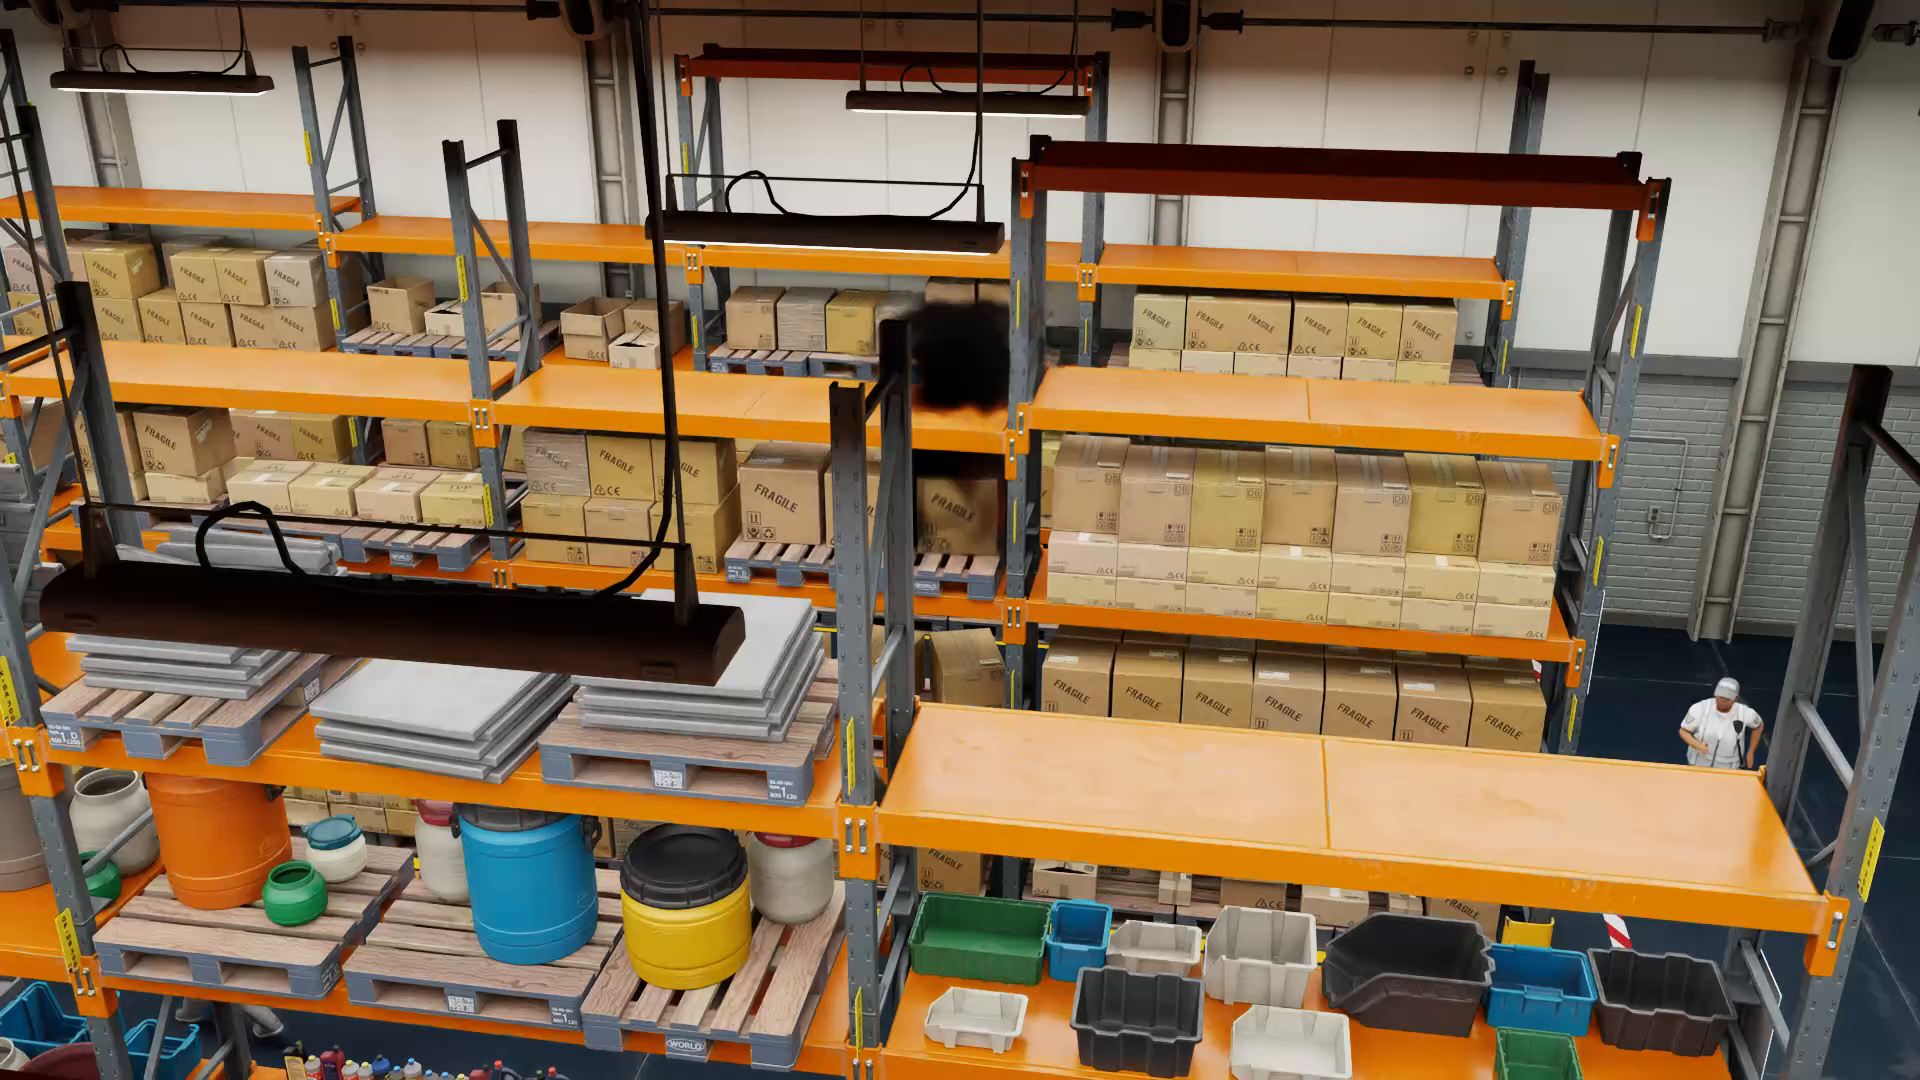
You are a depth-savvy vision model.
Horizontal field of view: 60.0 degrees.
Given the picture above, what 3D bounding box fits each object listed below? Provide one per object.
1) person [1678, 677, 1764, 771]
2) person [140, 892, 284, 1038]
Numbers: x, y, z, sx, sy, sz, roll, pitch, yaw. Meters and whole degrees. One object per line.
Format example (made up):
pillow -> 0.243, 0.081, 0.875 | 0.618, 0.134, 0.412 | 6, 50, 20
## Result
person -> 6.238, 1.884, 13.777 | 0.593, 1.712, 0.835 | 14, 27, 29
person -> -5.304, 2.866, 11.688 | 1.029, 1.475, 0.600 | 9, 25, 21
